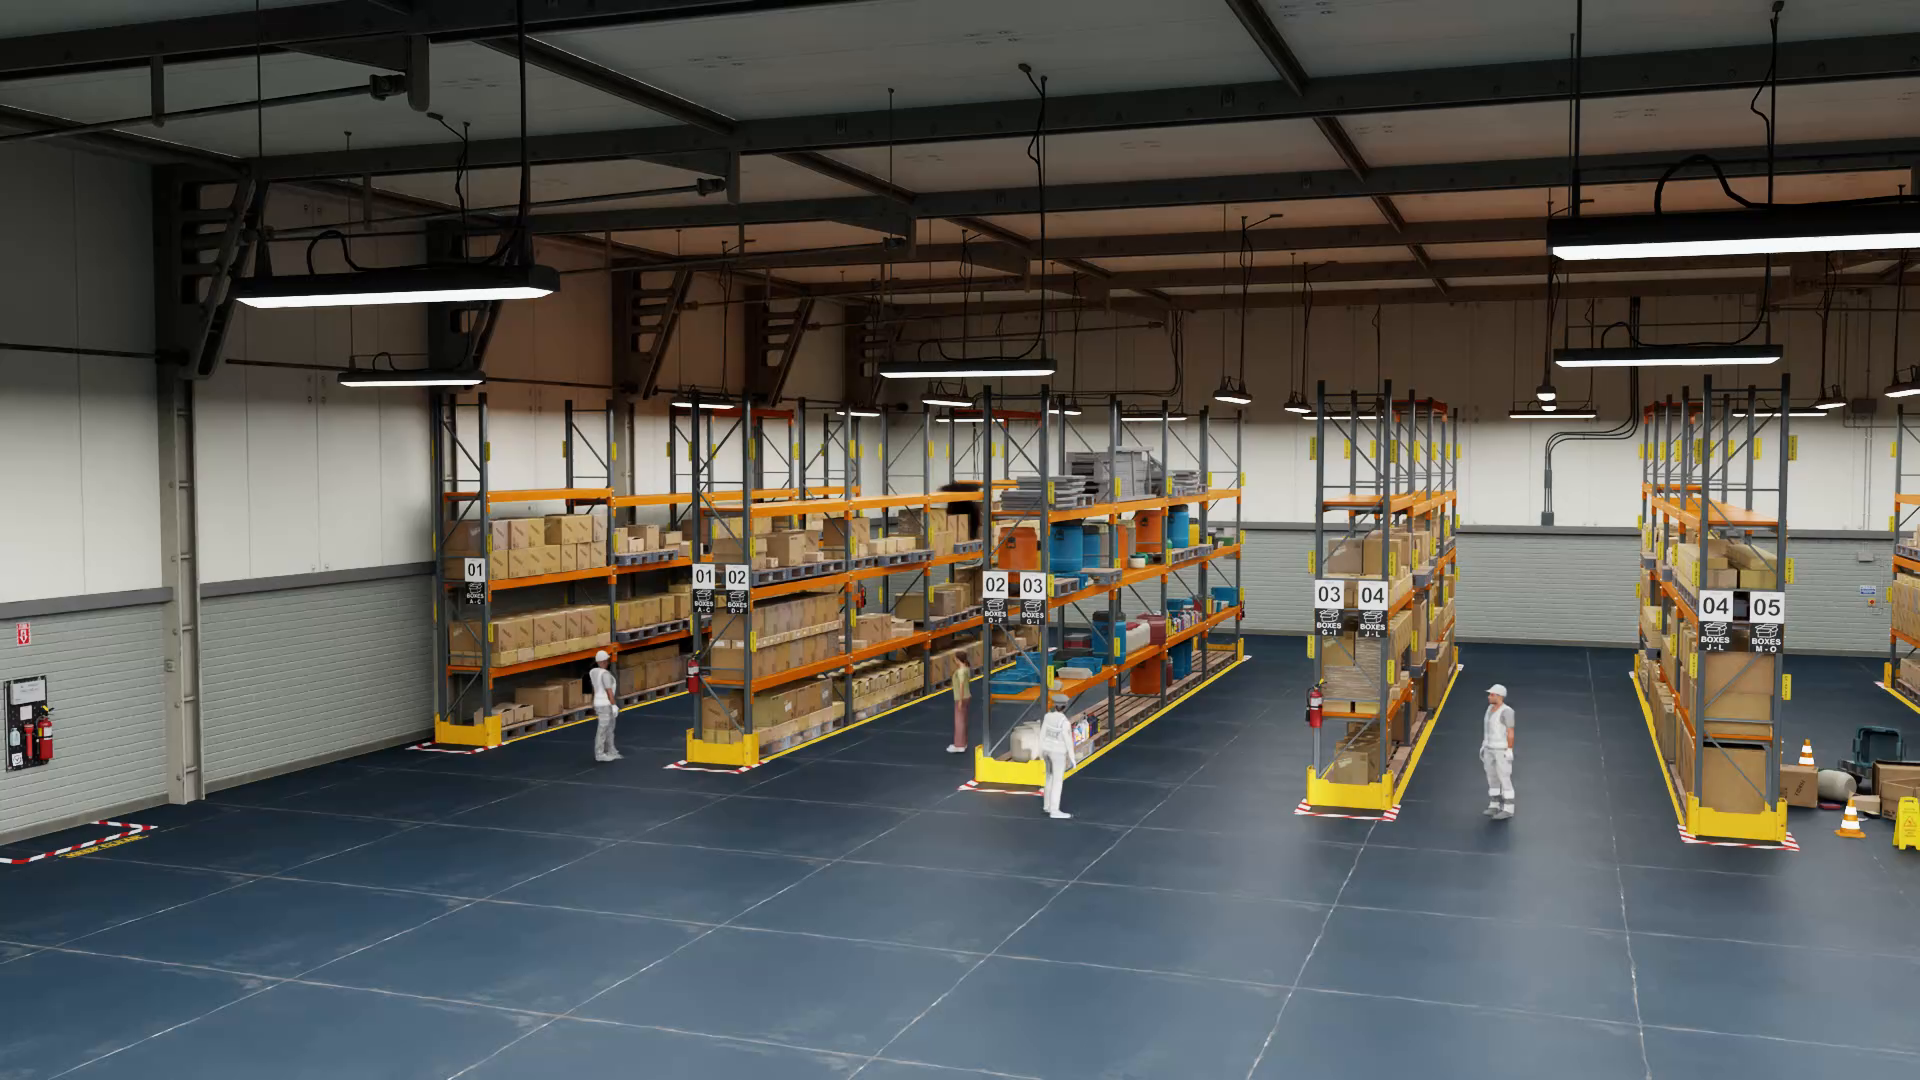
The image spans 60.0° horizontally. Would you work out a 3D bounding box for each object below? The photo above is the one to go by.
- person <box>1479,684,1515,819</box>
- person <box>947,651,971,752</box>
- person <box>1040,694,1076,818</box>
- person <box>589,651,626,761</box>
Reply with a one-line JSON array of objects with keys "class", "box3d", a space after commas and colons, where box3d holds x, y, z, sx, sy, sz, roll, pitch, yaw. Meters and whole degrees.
[{"class": "person", "box3d": [7.352, 2.886, 22.825, 0.413, 1.793, 0.595, -1, 3, -24]}, {"class": "person", "box3d": [-0.001, 2.678, 27.766, 0.394, 1.678, 0.491, 1, 3, 13]}, {"class": "person", "box3d": [1.300, 2.973, 22.839, 0.400, 1.724, 0.636, -2, 4, -33]}, {"class": "person", "box3d": [-5.689, 2.693, 26.892, 0.578, 1.822, 0.551, -1, 3, -14]}]
